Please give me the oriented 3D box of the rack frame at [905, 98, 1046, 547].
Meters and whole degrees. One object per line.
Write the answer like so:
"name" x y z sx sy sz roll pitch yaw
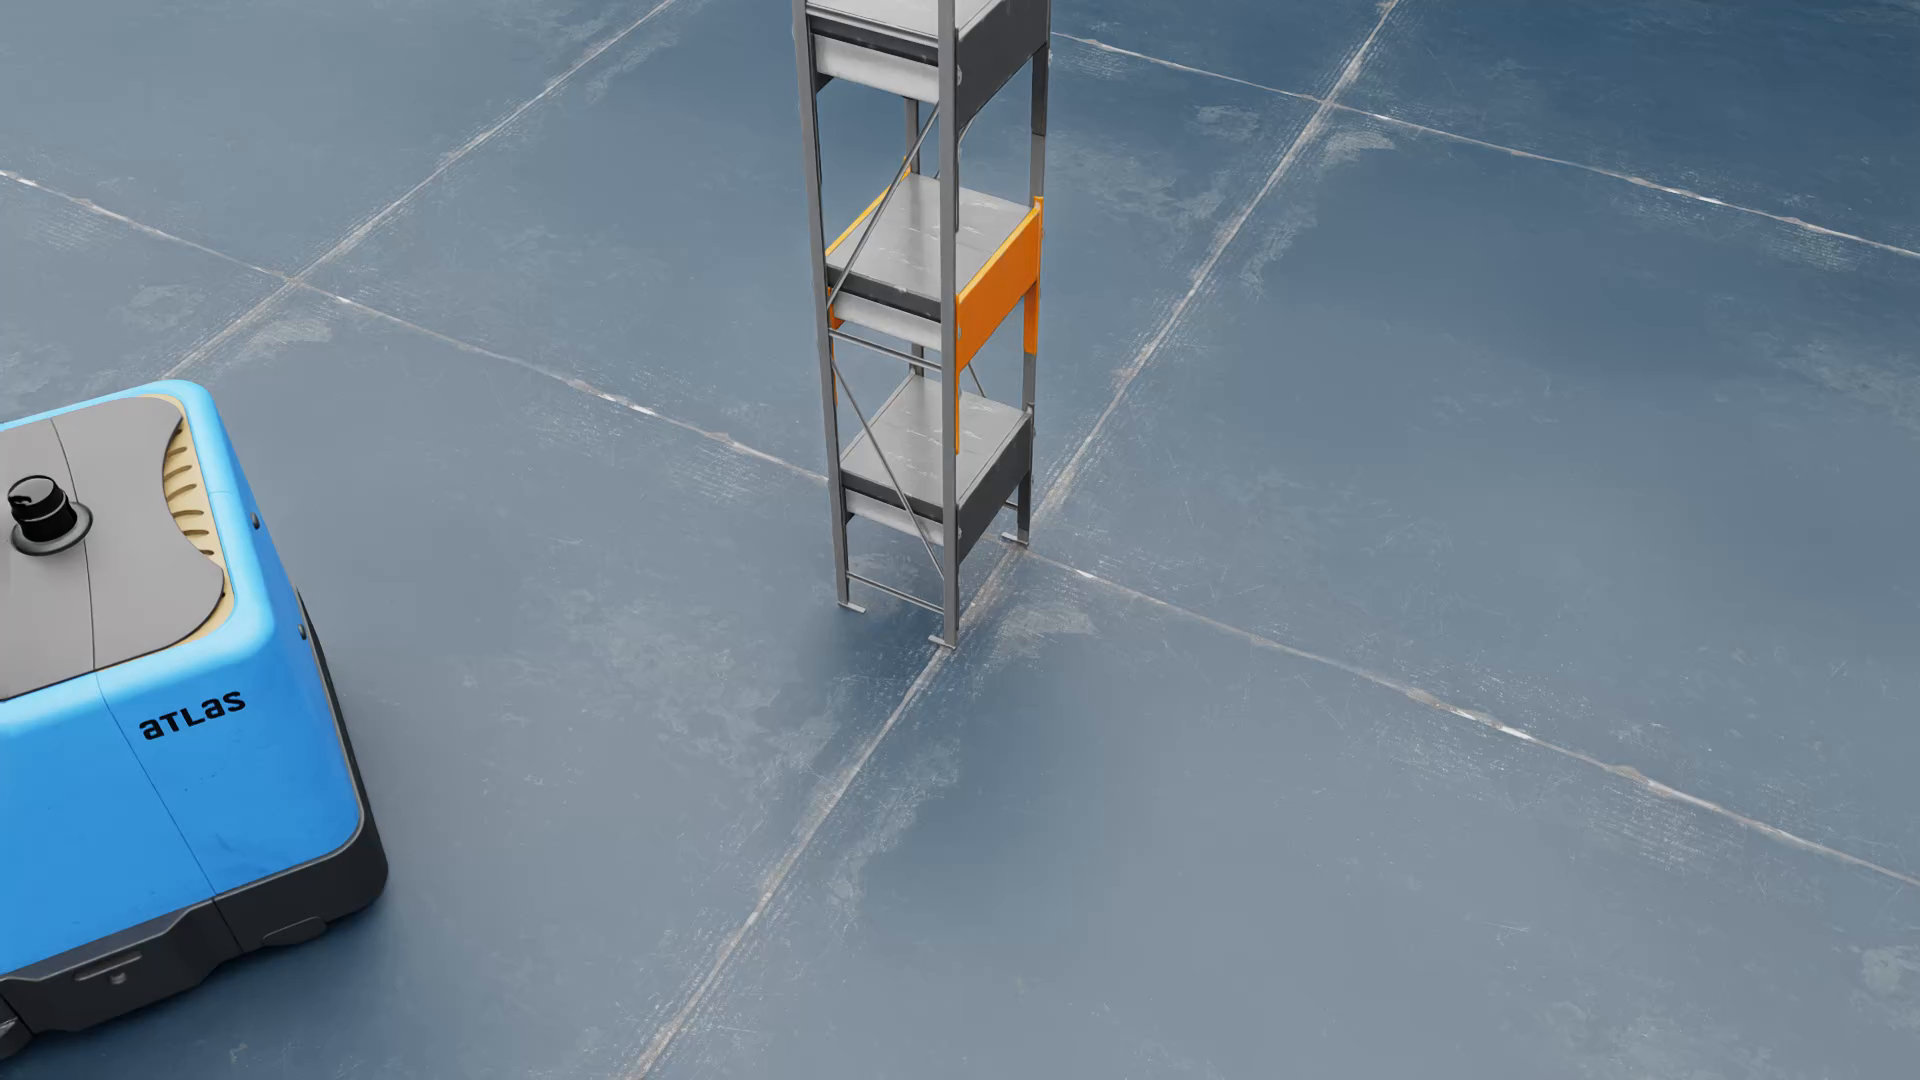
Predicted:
"rack frame" 0.036 -0.788 4.552 0.400 2.100 0.015 20 49 19

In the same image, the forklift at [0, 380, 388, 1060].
"forklift" -3.029 0.077 3.113 3.031 2.935 1.130 -20 49 -18

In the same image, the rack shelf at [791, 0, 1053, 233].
"rack shelf" -0.077 -1.116 3.912 0.431 0.518 0.480 20 49 19

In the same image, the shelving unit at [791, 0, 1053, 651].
"shelving unit" -0.077 -0.634 4.400 0.431 2.100 0.503 20 49 19

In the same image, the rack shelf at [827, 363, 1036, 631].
"rack shelf" -0.077 -0.132 4.908 0.431 0.518 0.480 20 49 19

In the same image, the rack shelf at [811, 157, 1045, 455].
"rack shelf" -0.077 -0.624 4.410 0.431 0.518 0.480 20 49 19

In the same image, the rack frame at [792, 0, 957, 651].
"rack frame" -0.190 -0.480 4.248 0.400 2.100 0.015 20 49 19
